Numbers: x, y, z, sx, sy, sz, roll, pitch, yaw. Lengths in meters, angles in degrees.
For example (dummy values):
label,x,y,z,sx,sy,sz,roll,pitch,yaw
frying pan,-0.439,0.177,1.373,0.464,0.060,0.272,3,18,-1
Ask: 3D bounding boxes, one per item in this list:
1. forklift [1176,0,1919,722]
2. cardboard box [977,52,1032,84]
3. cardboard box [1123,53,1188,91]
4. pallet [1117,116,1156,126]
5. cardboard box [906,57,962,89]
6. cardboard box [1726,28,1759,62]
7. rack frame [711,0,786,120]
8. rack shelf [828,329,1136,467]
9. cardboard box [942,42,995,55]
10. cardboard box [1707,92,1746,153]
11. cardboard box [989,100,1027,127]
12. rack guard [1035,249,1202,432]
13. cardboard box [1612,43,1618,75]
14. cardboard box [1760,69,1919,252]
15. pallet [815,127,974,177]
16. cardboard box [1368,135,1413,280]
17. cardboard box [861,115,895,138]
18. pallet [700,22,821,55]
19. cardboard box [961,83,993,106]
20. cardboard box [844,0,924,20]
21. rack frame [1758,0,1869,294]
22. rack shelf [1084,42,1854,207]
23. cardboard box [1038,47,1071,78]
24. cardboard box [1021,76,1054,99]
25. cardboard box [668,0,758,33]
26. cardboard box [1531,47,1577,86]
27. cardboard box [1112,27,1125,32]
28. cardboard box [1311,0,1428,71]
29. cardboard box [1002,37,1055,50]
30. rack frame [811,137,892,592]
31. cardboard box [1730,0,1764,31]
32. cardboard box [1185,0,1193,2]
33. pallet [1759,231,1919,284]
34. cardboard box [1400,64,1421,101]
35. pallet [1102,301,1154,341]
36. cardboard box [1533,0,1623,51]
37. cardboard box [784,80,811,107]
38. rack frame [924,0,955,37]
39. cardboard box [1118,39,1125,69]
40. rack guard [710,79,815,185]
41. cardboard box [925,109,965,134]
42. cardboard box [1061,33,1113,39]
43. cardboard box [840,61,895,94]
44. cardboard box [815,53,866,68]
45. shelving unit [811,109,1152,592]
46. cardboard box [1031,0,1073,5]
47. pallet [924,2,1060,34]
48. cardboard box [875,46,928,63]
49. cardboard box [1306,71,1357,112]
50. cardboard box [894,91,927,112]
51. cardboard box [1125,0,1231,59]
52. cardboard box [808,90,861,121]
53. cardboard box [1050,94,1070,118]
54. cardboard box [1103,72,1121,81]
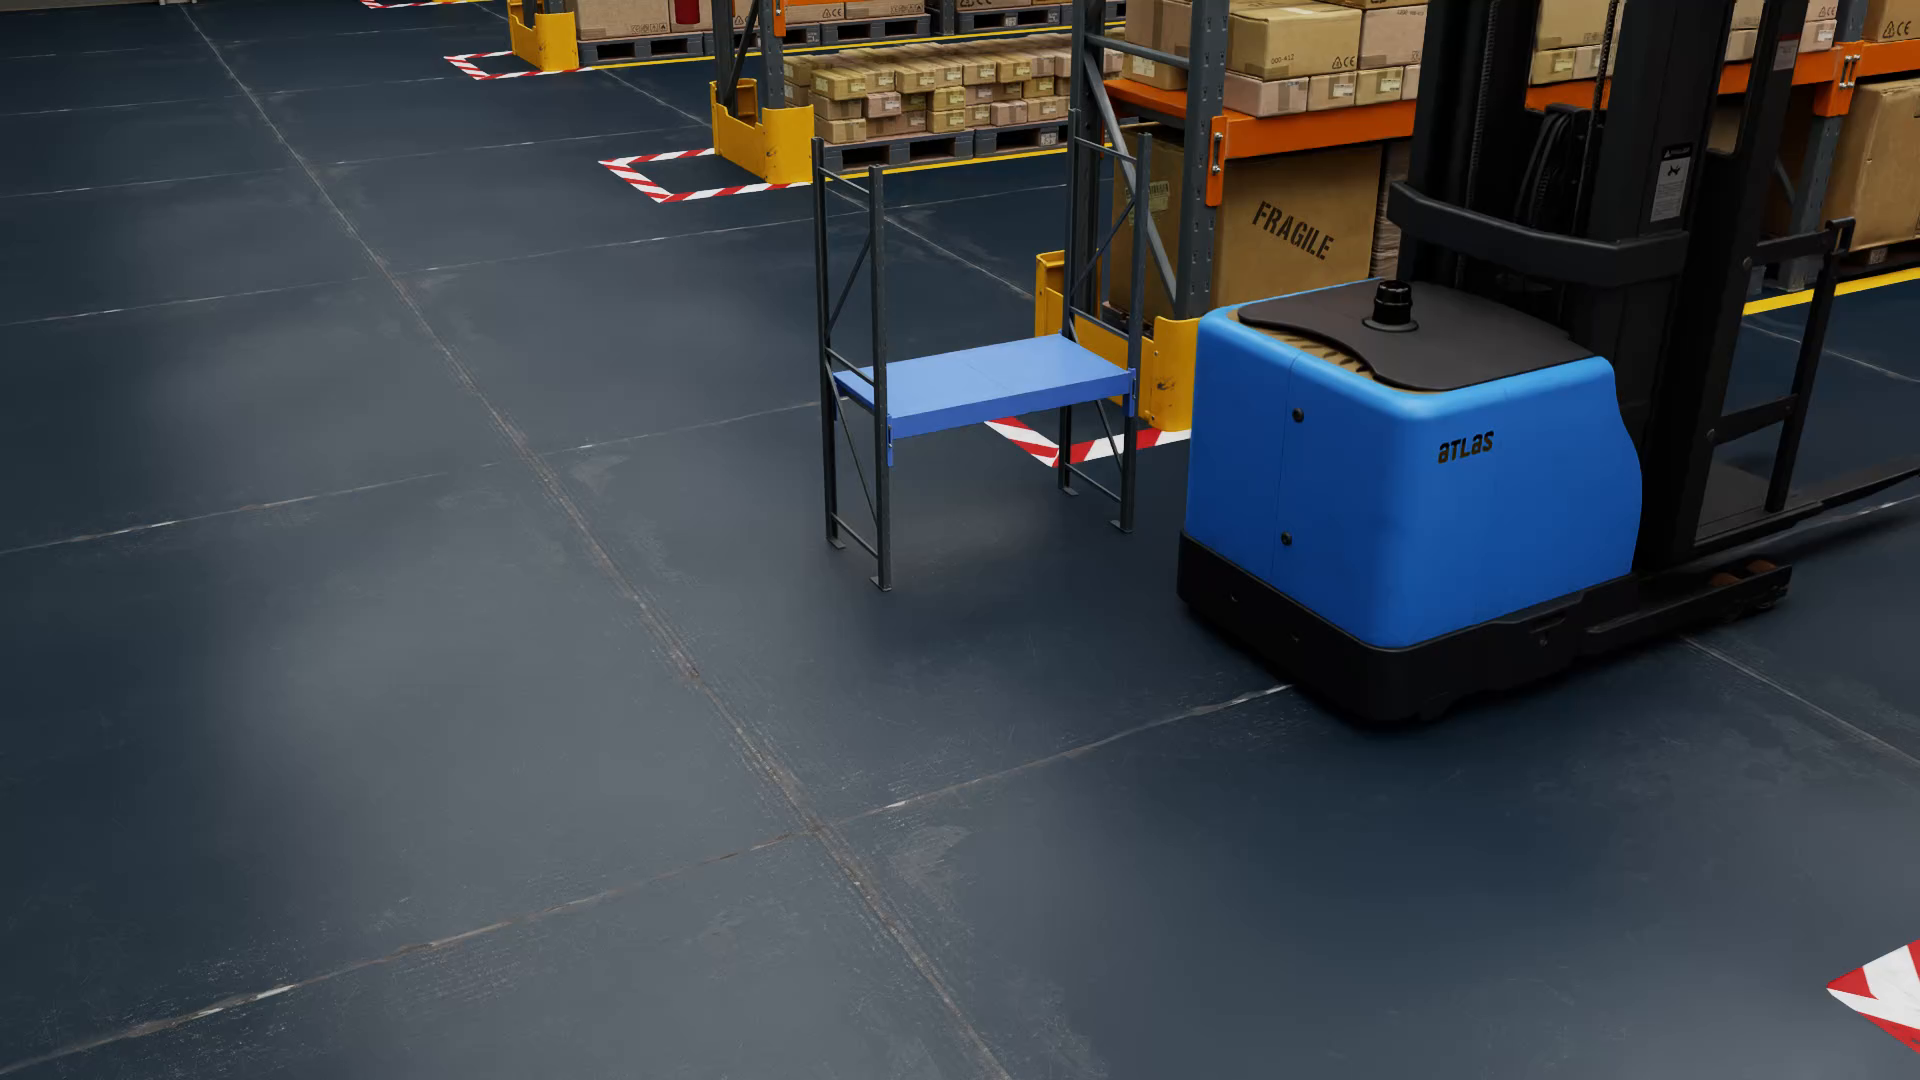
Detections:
label,x,y,z,sx,sy,sz,roll,pitch,yaw
forklift,2.277,-1.224,5.413,3.031,2.935,1.130,-14,29,-27
cardboard box,0.317,-3.414,12.016,0.250,0.149,0.380,-13,28,-24
cardboard box,0.947,-2.159,7.572,0.250,0.149,0.380,-12,28,-24
pallet,1.496,-3.396,13.080,1.213,0.211,1.003,-13,29,-25
cardboard box,-0.186,-3.325,11.831,0.250,0.149,0.380,-15,29,-28
cardboard box,3.748,-2.484,8.248,0.250,0.149,0.380,-14,29,-26
rack frame,-1.457,-3.989,11.093,0.127,3.000,1.000,-13,29,-25
rack shelf,0.075,-0.531,6.039,1.000,0.185,0.538,-13,29,-25
cardboard box,0.062,-3.612,12.429,0.250,0.149,0.380,-14,29,-27
cardboard box,3.697,-2.017,8.954,0.875,0.875,0.875,-13,29,-25
cardboard box,0.282,-3.131,12.115,0.250,0.149,0.380,-15,29,-28
rack guard,0.766,-0.942,7.635,0.348,0.500,1.175,-13,29,-25
cardboard box,3.068,-2.327,7.920,0.250,0.149,0.380,-13,29,-26
cardboard box,4.872,-2.258,9.458,0.875,0.875,1.225,-13,29,-25
pallet,-0.657,-2.899,12.045,1.213,0.211,1.003,-13,29,-25
cardboard box,2.118,-1.652,8.195,0.875,0.875,0.875,-13,29,-25
cardboard box,-0.652,-2.962,11.763,0.250,0.149,0.380,-13,29,-25
pallet,-2.132,-5.041,16.506,1.213,0.211,1.003,-13,29,-25
cardboard box,0.035,-3.255,12.029,0.250,0.149,0.380,-14,29,-28
cardboard box,-0.951,-5.621,16.967,0.875,0.438,0.875,-13,29,-26
rack frame,4.317,-2.889,8.801,0.127,3.000,1.000,-13,29,-25
rack shelf,2.552,-2.157,8.109,4.000,0.370,1.077,-13,29,-25
cardboard box,0.764,-3.510,12.217,0.250,0.149,0.380,-14,29,-27
cardboard box,0.498,-3.377,12.283,0.250,0.149,0.380,-12,28,-23
cardboard box,-2.537,-5.255,16.205,0.875,0.438,0.875,-12,28,-24
cardboard box,2.613,-2.221,7.701,0.250,0.149,0.380,-14,29,-26
cardboard box,1.400,-3.952,13.136,0.250,0.149,0.380,-12,28,-23
cardboard box,1.794,-2.244,7.287,0.500,0.250,0.500,-13,29,-26
cardboard box,0.516,-3.712,12.636,0.250,0.149,0.380,-14,29,-27
rack frame,-0.373,-0.590,5.746,0.032,1.500,0.500,-13,29,-25
cardboard box,3.595,-2.659,8.152,0.500,0.250,0.500,-12,28,-24
cardboard box,1.094,-2.678,7.326,0.500,0.500,0.500,-13,28,-24
pallet,4.962,-1.818,9.792,1.213,0.211,1.003,-13,29,-25
cardboard box,1.937,-2.066,7.377,0.250,0.149,0.380,-13,29,-26
pallet,1.456,-1.010,8.110,1.213,0.211,1.003,-13,29,-25
cardboard box,2.697,-2.453,7.723,0.500,0.250,0.500,-14,29,-26
cardboard box,-1.126,-3.244,12.005,0.250,0.149,0.380,-14,29,-26
rack frame,-0.346,-6.674,16.684,0.127,3.000,1.000,-13,29,-25
cardboard box,1.192,-3.660,12.530,0.250,0.149,0.380,-12,28,-23
rack guard,-1.390,-2.878,11.666,0.348,0.500,1.175,-13,29,-25
cardboard box,-0.159,-3.026,11.895,0.250,0.149,0.380,-13,28,-24
cardboard box,0.980,-3.819,12.861,0.250,0.149,0.380,-14,29,-26
cardboard box,-0.648,-3.240,11.655,0.250,0.149,0.380,-12,28,-24
cardboard box,-0.861,-3.395,11.977,0.250,0.149,0.380,-12,28,-24
shelving unit,0.075,-0.693,5.962,1.048,1.500,0.538,-13,29,-25
cardboard box,0.957,-6.249,17.769,0.875,0.875,0.875,-12,28,-24
pallet,0.299,-5.602,17.675,1.213,0.211,1.003,-13,29,-25
cardboard box,-0.434,-3.525,12.248,0.250,0.149,0.380,-14,29,-27
cardboard box,1.482,-1.960,7.157,0.250,0.149,0.380,-13,29,-26
cardboard box,-0.432,-3.154,11.818,0.250,0.149,0.380,-13,28,-24
cardboard box,1.090,-2.341,7.489,0.500,0.250,0.500,-13,29,-26
cardboard box,-0.874,-3.036,11.573,0.250,0.149,0.380,-12,28,-23
cardboard box,0.711,-3.260,12.382,0.250,0.149,0.380,-12,28,-24
cardboard box,1.000,-3.462,12.460,0.250,0.149,0.380,-12,28,-24
